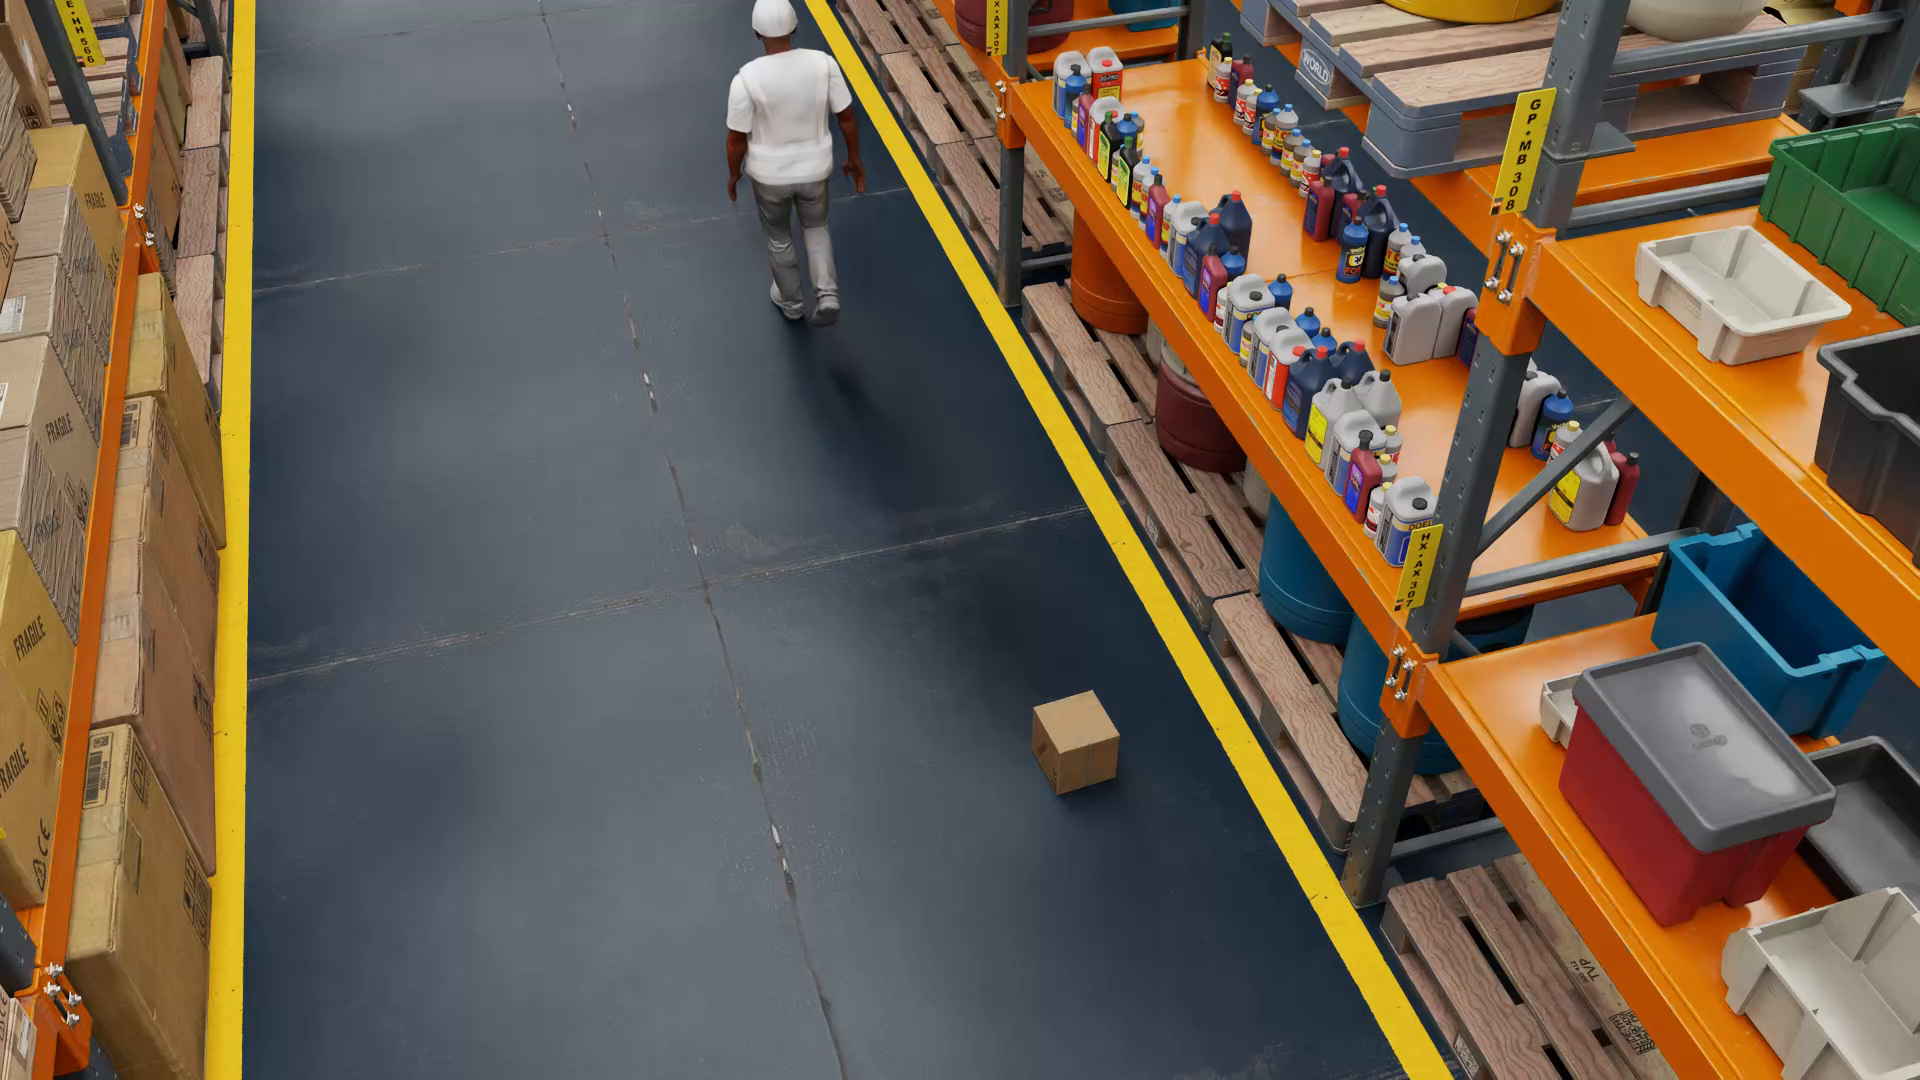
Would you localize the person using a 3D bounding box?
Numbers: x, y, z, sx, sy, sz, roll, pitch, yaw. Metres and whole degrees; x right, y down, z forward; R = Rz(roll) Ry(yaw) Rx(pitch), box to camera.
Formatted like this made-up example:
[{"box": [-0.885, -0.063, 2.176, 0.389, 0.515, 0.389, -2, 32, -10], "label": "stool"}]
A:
[{"box": [-0.782, -1.793, 8.124, 0.668, 1.746, 0.681, -15, 44, -16], "label": "person"}]
